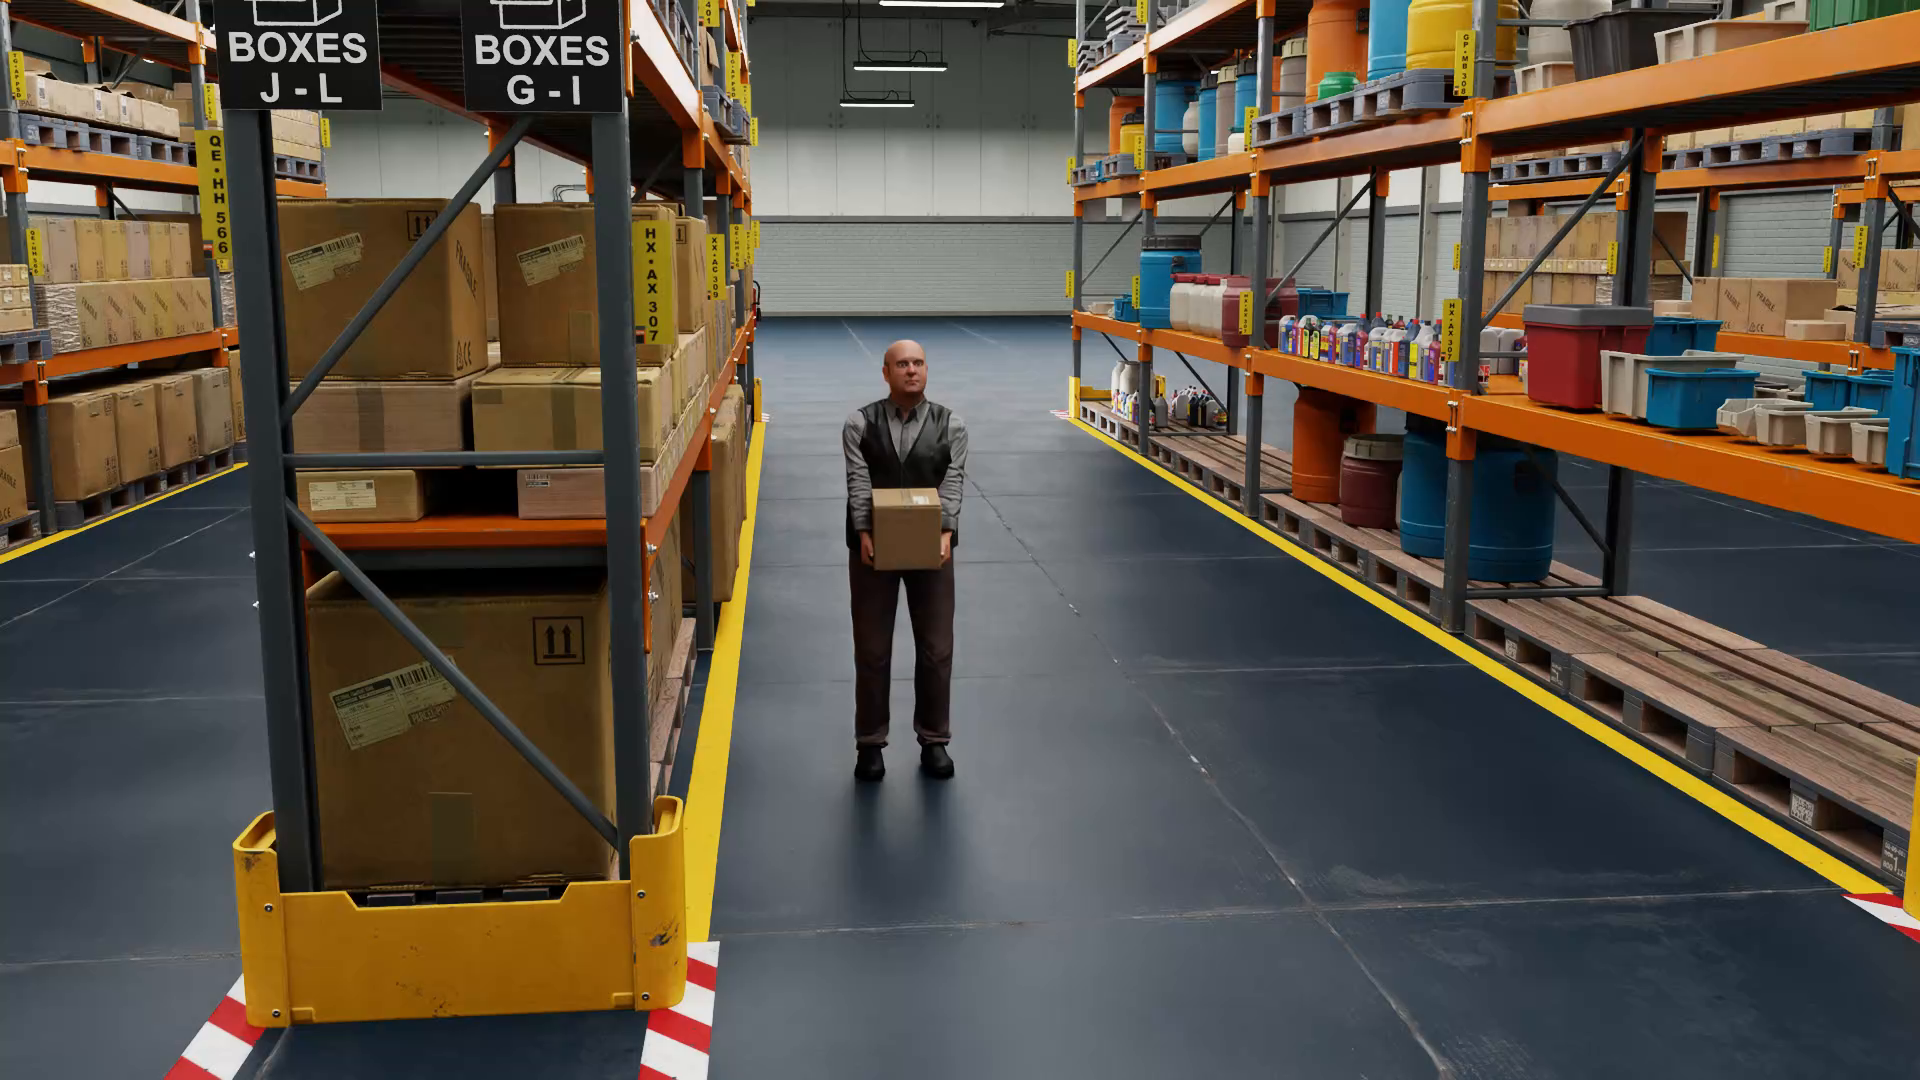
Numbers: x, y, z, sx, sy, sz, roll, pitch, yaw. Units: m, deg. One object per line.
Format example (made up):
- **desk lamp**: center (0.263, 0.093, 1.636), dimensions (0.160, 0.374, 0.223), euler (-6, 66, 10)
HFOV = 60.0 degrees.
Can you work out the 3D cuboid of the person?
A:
- **person**: center (-0.203, 0.088, 6.496), dimensions (0.494, 1.711, 0.559), euler (-1, 10, -5)
